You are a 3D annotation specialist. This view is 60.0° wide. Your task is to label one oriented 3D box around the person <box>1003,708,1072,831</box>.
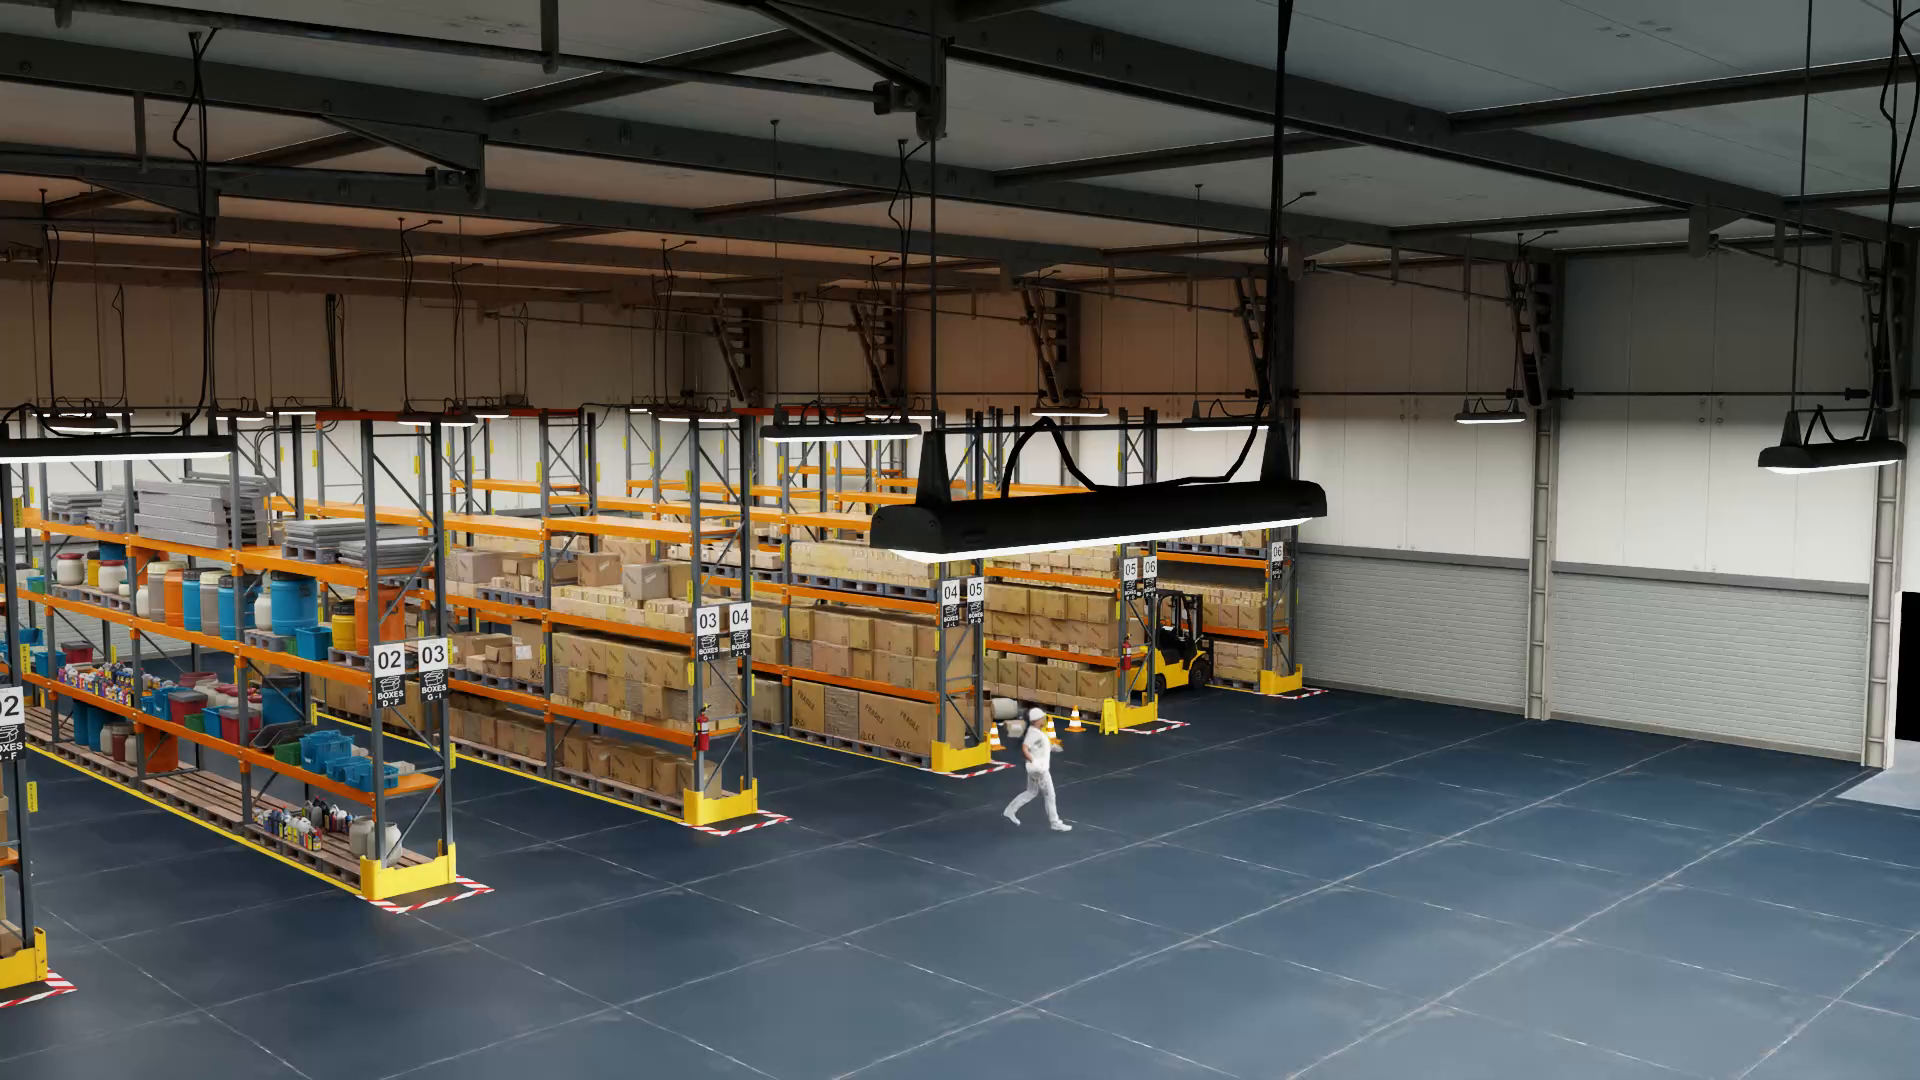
[{"bbox_3d":[1.119,3.294,23.929,0.990,1.769,0.700,0,5,-4],"label":"person"}]
